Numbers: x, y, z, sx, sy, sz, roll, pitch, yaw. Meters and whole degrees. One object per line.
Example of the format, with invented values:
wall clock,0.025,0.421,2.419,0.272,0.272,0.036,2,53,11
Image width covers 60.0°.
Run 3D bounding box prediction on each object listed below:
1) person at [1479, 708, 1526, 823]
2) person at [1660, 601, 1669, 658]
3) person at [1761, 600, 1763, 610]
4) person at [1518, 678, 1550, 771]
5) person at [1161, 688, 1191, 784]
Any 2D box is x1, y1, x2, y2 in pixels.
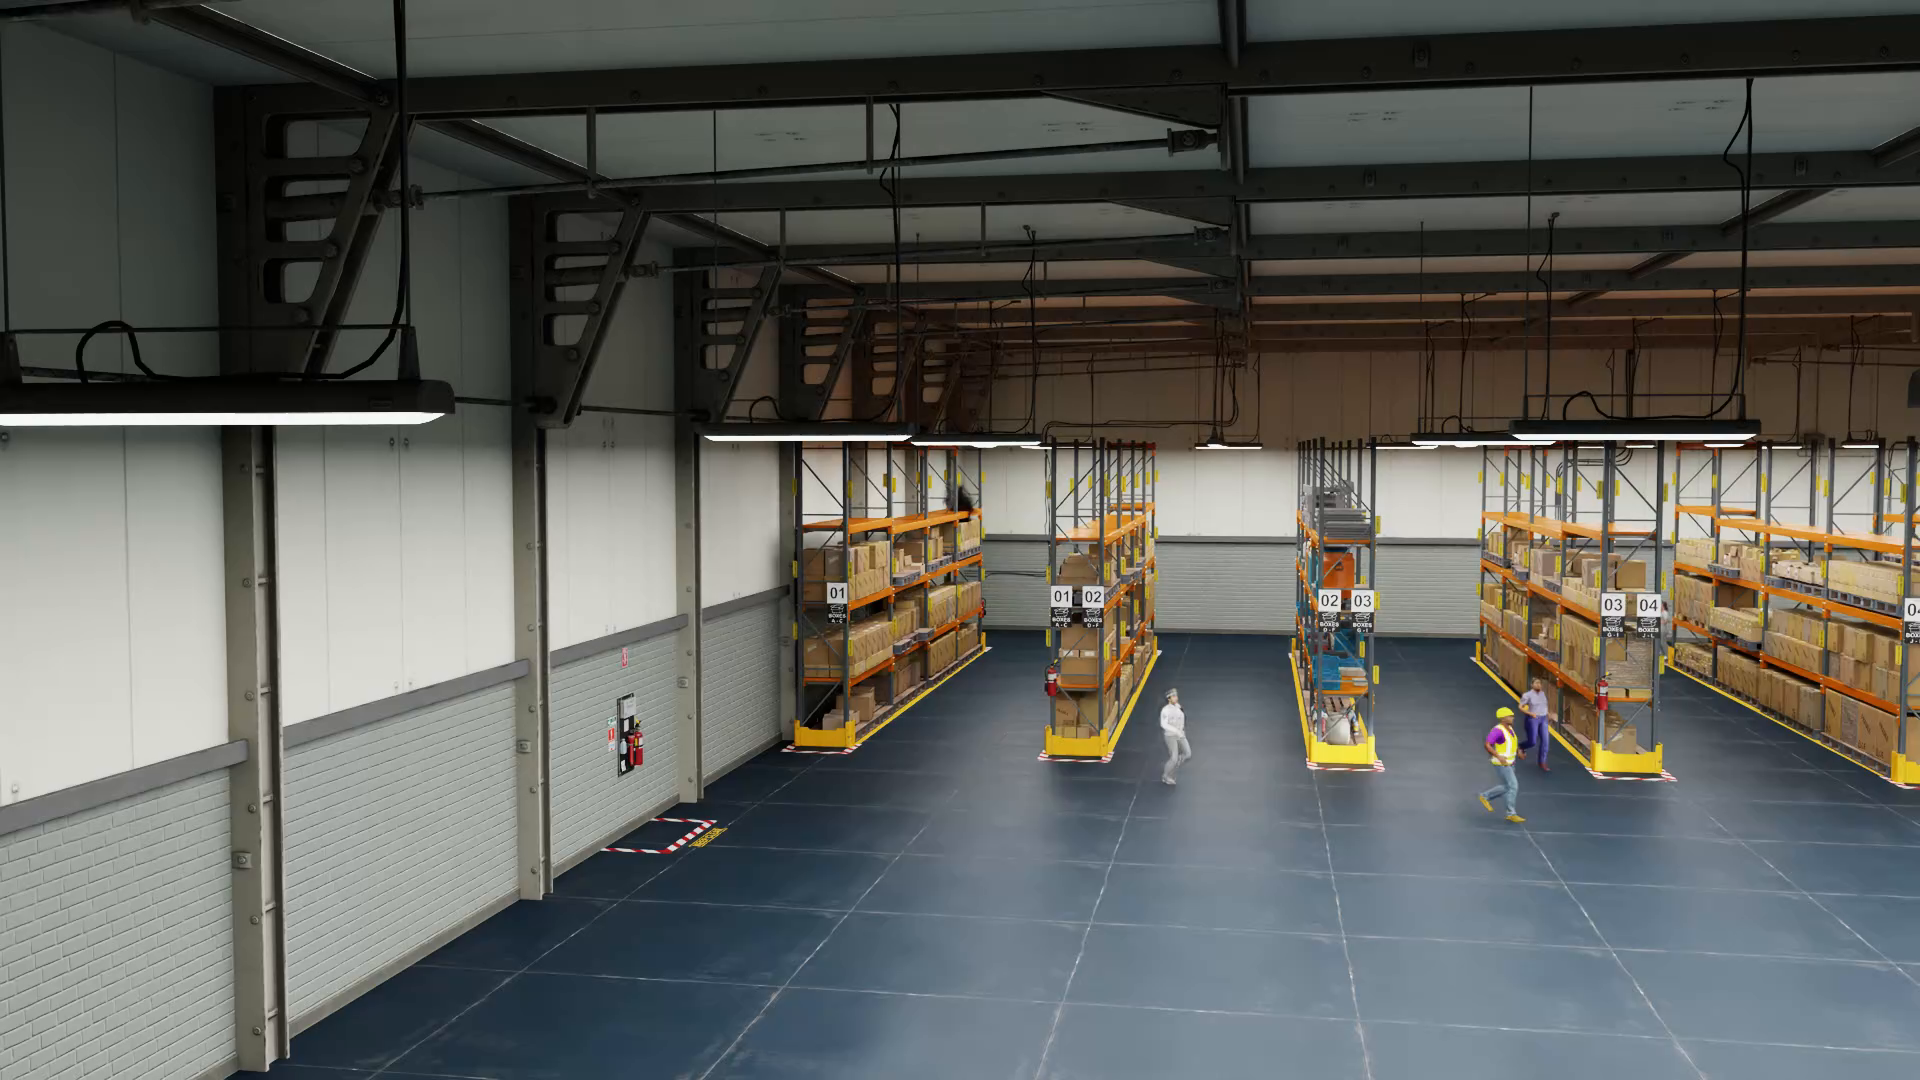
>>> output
person,8.428,3.478,25.871,0.777,1.754,0.707,2,4,37
person,19.320,2.483,45.717,0.687,1.633,0.596,0,3,-1
person,21.709,2.465,45.165,0.826,1.735,0.715,0,3,6
person,10.466,3.328,30.253,0.634,1.627,0.834,-1,3,-14
person,3.721,3.376,28.651,0.629,1.658,0.526,-3,4,-43
